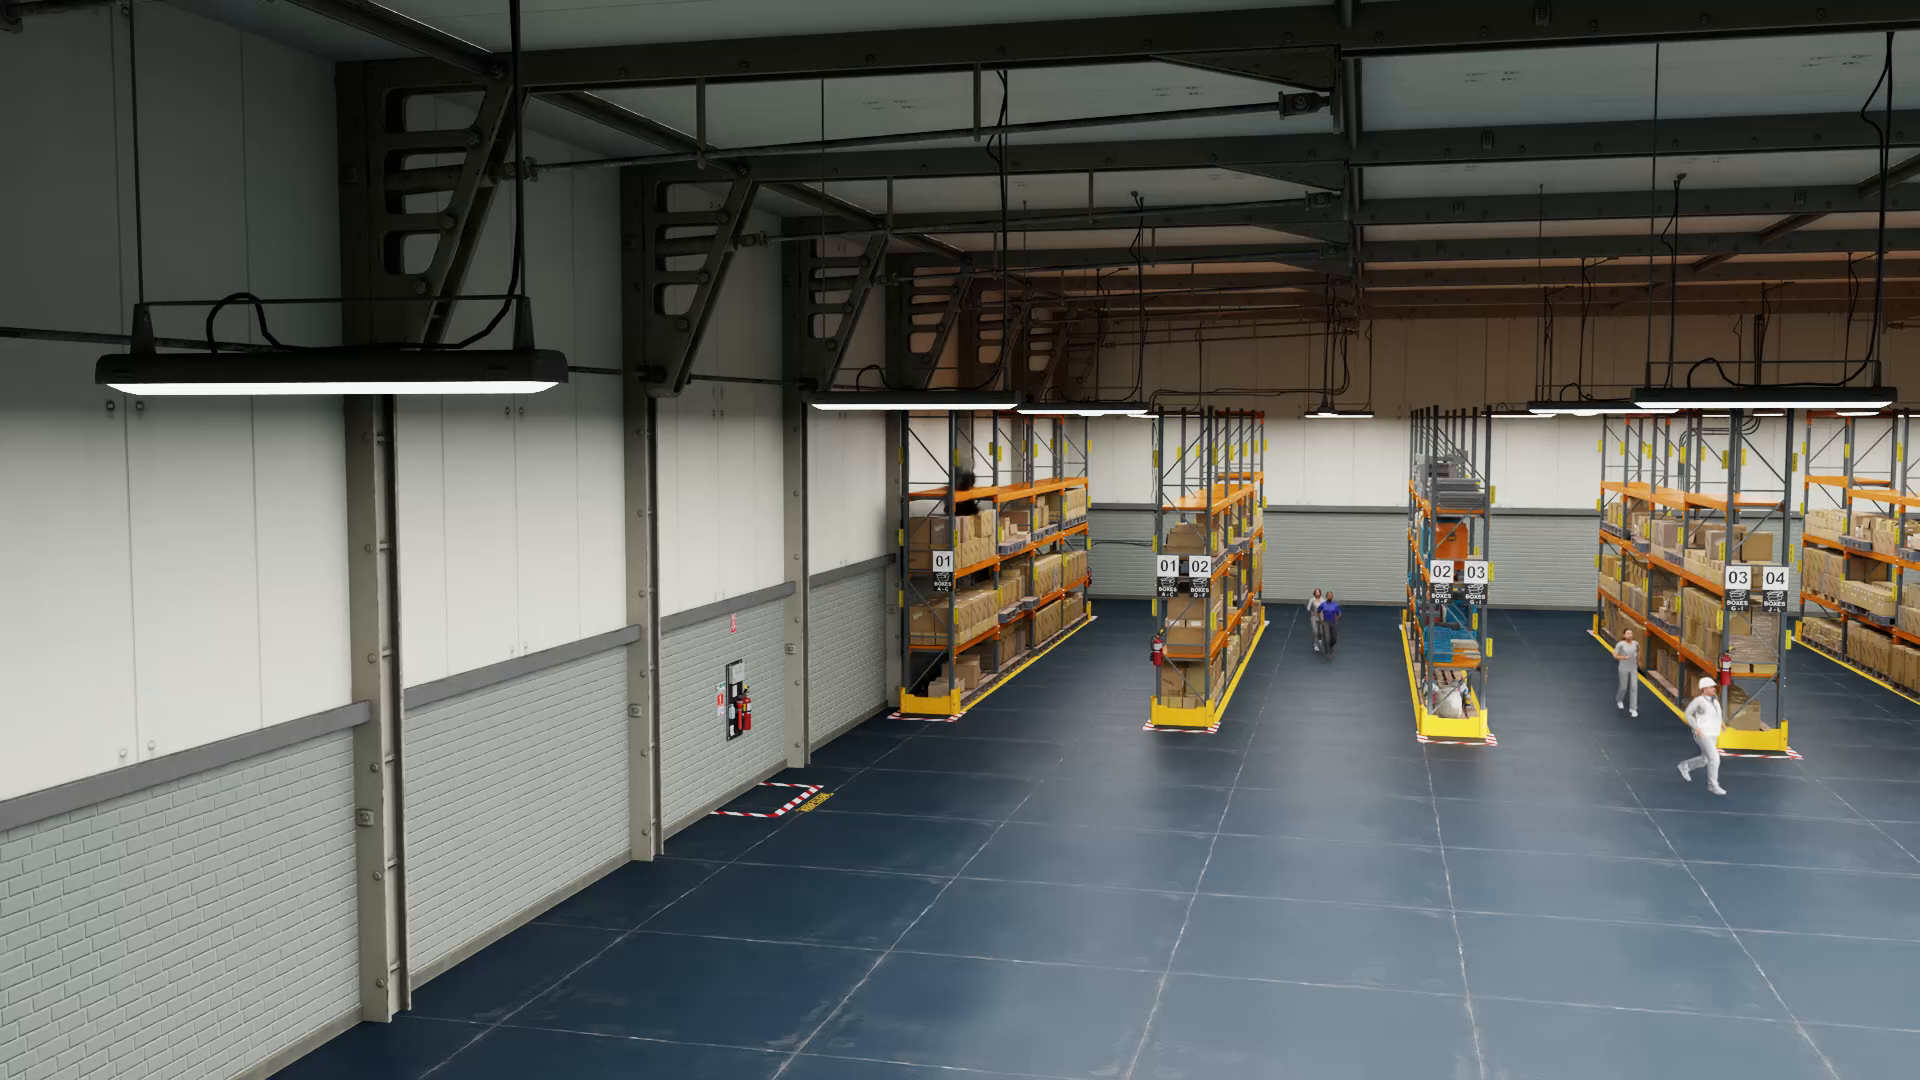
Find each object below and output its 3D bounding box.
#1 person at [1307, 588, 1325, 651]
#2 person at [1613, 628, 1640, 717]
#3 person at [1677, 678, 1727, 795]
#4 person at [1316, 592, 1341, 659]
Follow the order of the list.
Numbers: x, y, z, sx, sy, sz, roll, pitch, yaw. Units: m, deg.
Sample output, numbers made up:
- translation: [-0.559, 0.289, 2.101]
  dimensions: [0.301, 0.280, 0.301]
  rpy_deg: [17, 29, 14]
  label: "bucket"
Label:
- translation: [8.898, 1.976, 41.388]
  dimensions: [0.530, 1.553, 0.552]
  rpy_deg: [1, 4, 7]
  label: "person"
- translation: [12.997, 2.541, 32.377]
  dimensions: [0.565, 1.673, 0.951]
  rpy_deg: [0, 4, 6]
  label: "person"
- translation: [11.518, 3.006, 25.784]
  dimensions: [0.673, 1.772, 0.849]
  rpy_deg: [-3, 5, -38]
  label: "person"
- translation: [8.879, 2.049, 40.060]
  dimensions: [0.581, 1.597, 0.681]
  rpy_deg: [0, 4, 5]
  label: "person"
